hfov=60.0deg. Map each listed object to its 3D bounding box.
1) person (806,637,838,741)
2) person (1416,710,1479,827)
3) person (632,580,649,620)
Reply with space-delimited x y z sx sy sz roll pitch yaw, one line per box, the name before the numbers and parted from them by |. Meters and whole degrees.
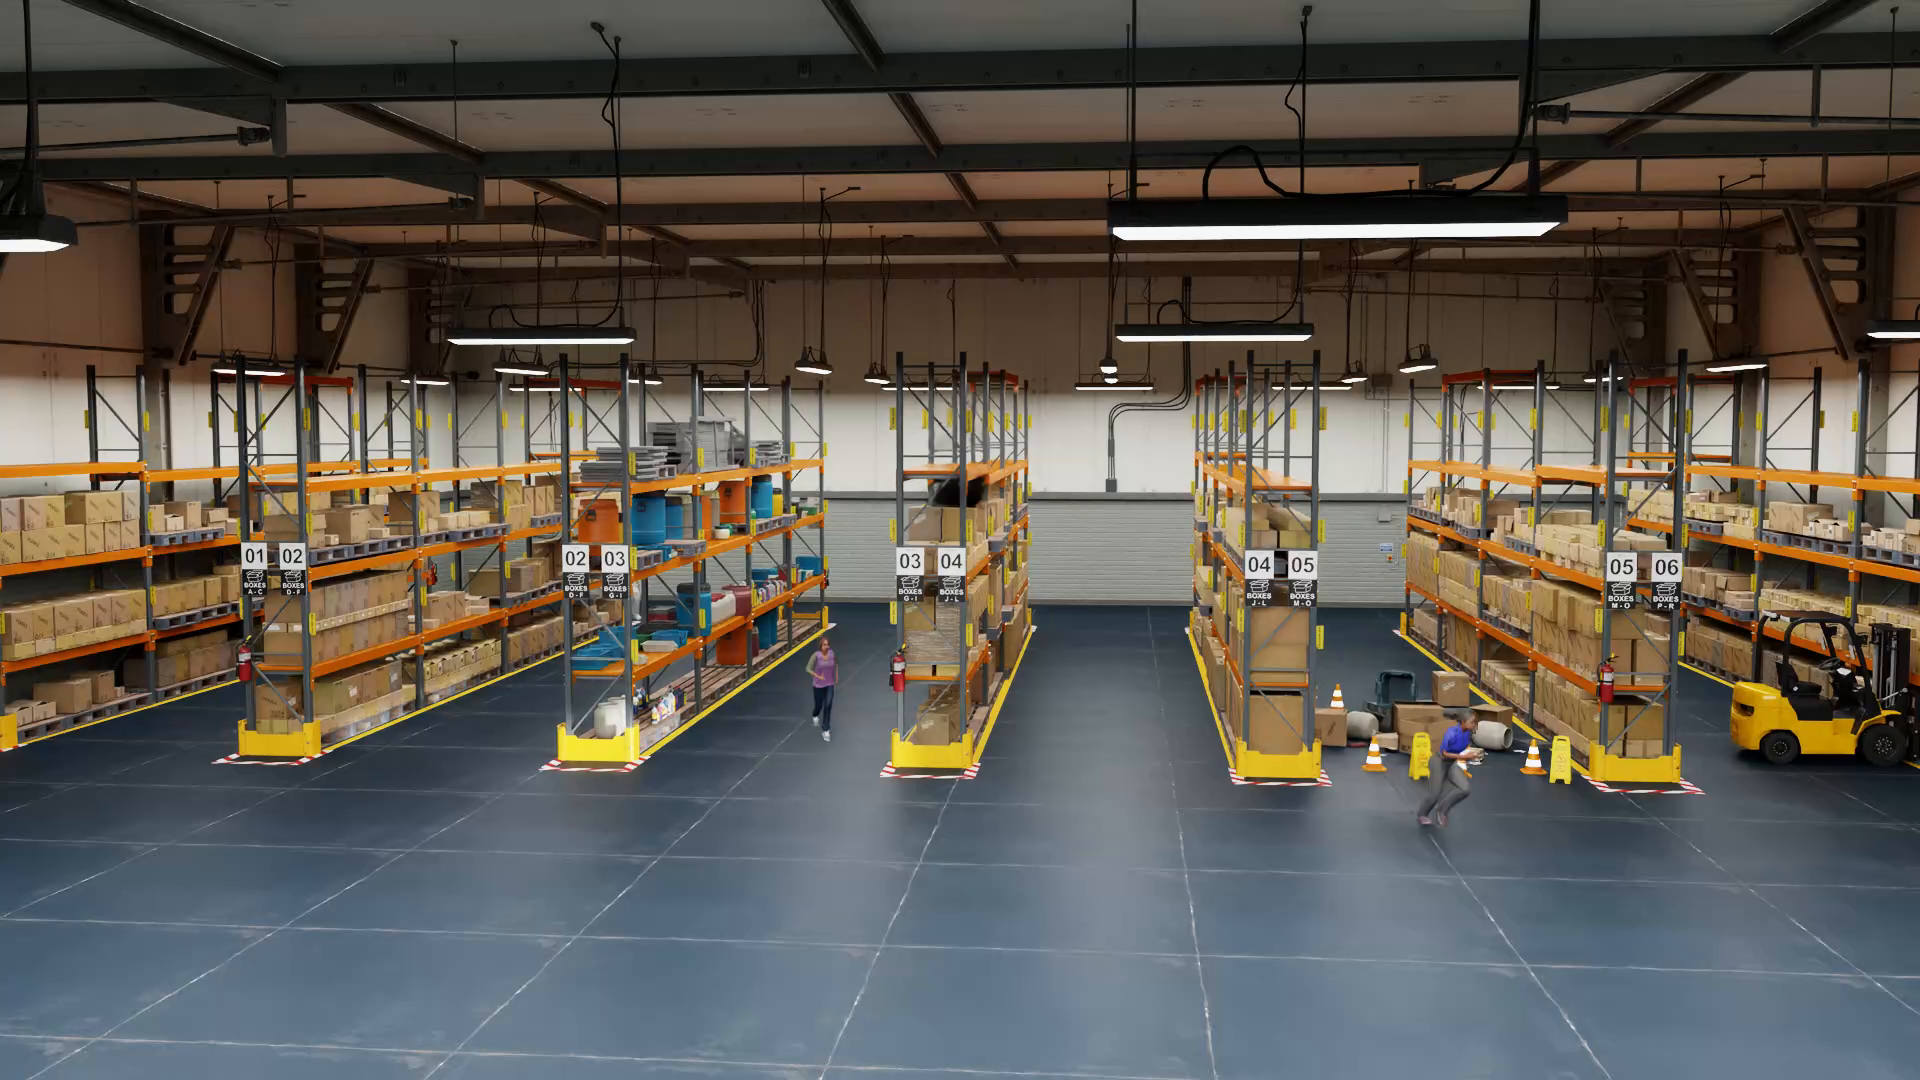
person | -2.184 2.329 26.464 0.564 1.592 0.921 -1 4 -20
person | 6.029 2.791 20.421 0.608 1.493 0.910 -3 5 -37
person | -8.283 1.140 42.318 0.712 1.738 0.643 -4 5 -42
